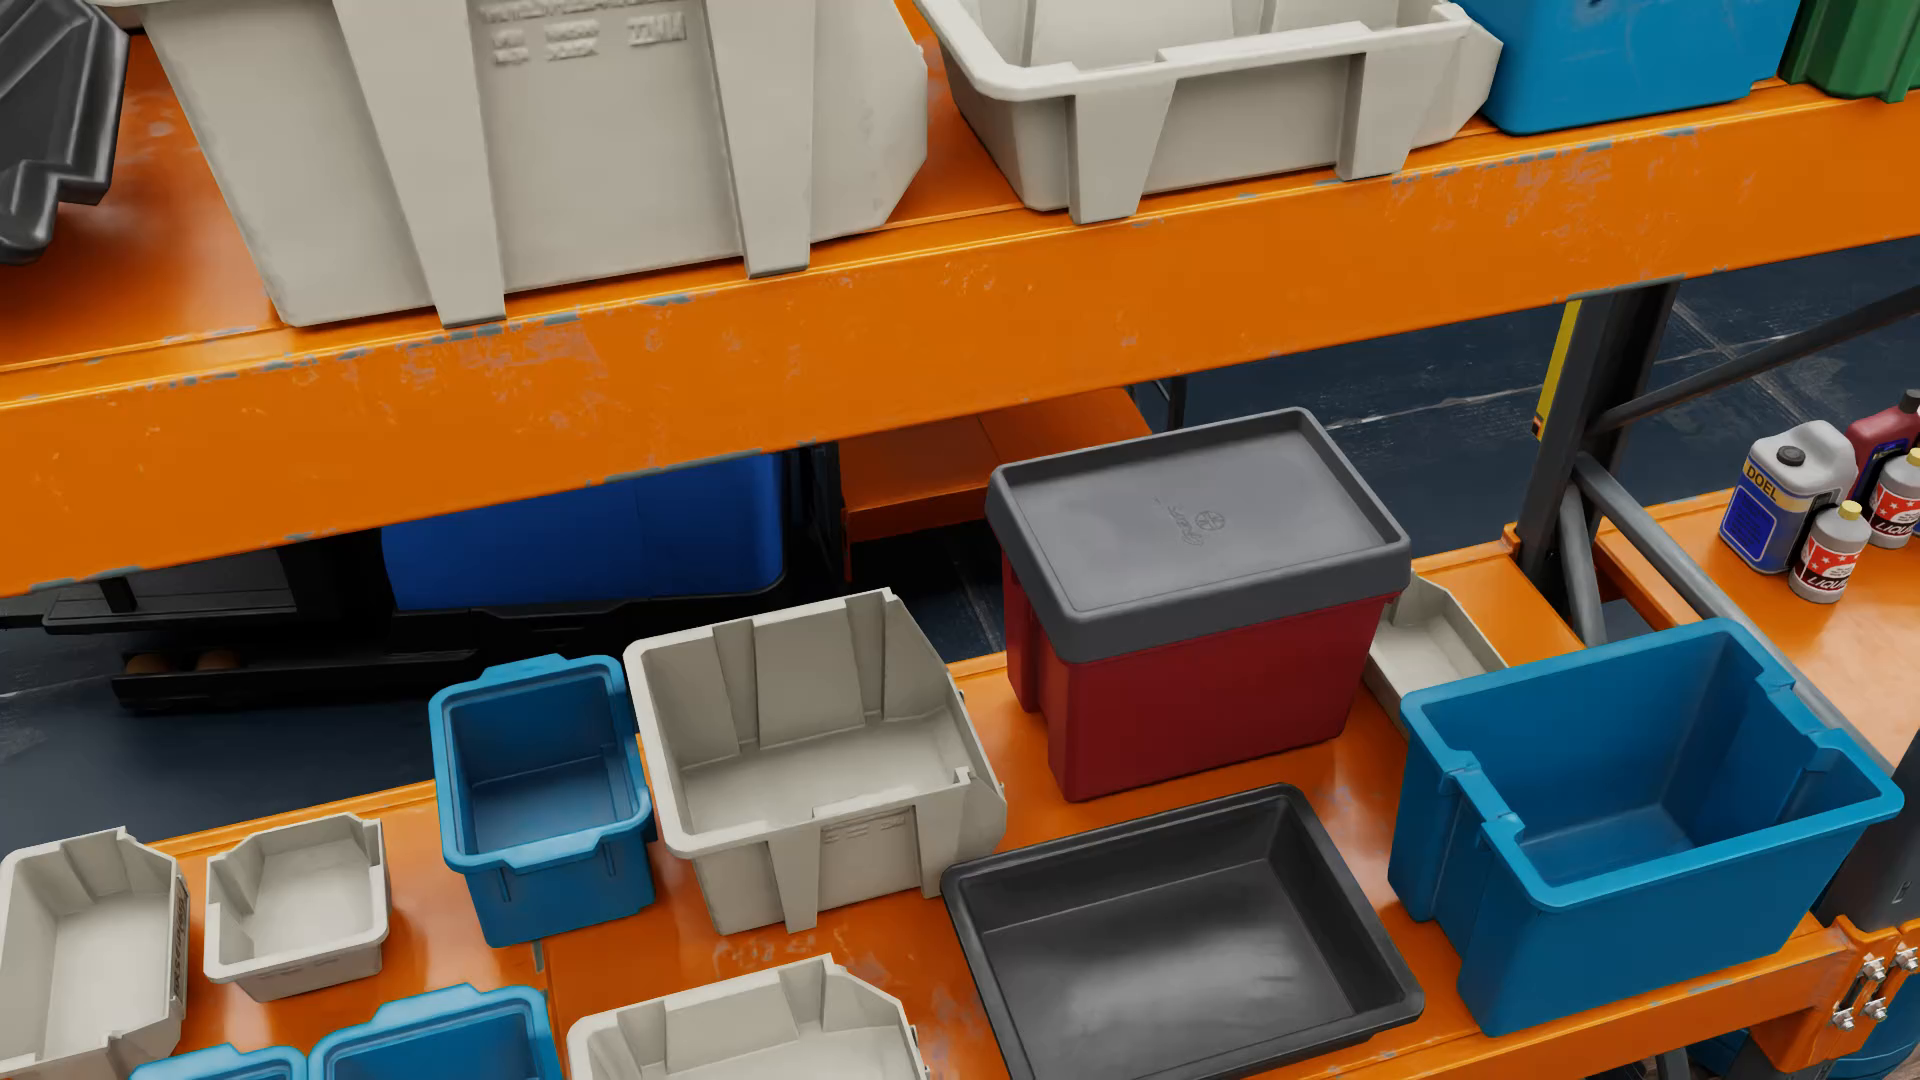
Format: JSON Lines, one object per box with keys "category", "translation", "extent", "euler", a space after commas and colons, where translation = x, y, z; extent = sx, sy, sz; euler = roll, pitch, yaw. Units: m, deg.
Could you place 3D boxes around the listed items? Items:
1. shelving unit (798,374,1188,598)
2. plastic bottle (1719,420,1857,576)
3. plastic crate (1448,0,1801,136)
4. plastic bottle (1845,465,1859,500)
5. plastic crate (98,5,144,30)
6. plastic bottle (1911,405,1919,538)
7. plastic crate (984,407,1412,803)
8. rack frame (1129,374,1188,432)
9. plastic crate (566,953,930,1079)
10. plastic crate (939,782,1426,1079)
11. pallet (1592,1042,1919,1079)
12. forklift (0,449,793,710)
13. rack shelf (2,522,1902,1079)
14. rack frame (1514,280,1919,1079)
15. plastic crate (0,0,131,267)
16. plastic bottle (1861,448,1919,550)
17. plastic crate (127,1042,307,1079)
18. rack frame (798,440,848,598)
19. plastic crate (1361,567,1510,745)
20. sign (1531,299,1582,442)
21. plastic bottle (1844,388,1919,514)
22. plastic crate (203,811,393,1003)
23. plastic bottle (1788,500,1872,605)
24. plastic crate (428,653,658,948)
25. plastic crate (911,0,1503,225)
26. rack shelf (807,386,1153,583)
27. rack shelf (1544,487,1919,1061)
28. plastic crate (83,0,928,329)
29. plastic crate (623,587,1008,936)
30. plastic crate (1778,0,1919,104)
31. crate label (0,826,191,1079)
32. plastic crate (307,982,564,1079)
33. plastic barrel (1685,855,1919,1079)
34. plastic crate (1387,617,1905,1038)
{"category": "shelving unit", "translation": [0.074, -0.419, 4.874], "extent": [1.048, 1.125, 0.538], "euler": [-11, 42, -12]}
{"category": "plastic bottle", "translation": [1.575, -0.088, 3.166], "extent": [0.135, 0.276, 0.152], "euler": [-12, 42, -13]}
{"category": "plastic crate", "translation": [0.523, -0.541, 1.436], "extent": [0.300, 0.233, 0.416], "euler": [-12, 42, -13]}
{"category": "plastic bottle", "translation": [1.677, -0.100, 3.236], "extent": [0.097, 0.201, 0.097], "euler": [0, 41, 0]}
{"category": "plastic crate", "translation": [-0.623, -0.658, 1.644], "extent": [0.530, 0.136, 0.437], "euler": [-12, 42, -13]}
{"category": "plastic bottle", "translation": [1.923, -0.161, 3.248], "extent": [0.135, 0.276, 0.152], "euler": [-12, 42, -13]}
{"category": "plastic crate", "translation": [0.369, 0.118, 2.741], "extent": [0.583, 0.464, 0.402], "euler": [-12, 42, -13]}
{"category": "rack frame", "translation": [0.562, -0.513, 4.982], "extent": [0.032, 1.125, 0.500], "euler": [-11, 42, -12]}
{"category": "plastic crate", "translation": [-0.275, 0.755, 2.261], "extent": [0.466, 0.136, 0.293], "euler": [-12, 42, -13]}
{"category": "plastic crate", "translation": [0.309, 0.616, 2.428], "extent": [0.590, 0.125, 0.437], "euler": [-12, 42, -13]}
{"category": "pallet", "translation": [2.044, 1.069, 3.866], "extent": [1.213, 0.211, 1.003], "euler": [-12, 42, -13]}
{"category": "forklift", "translation": [-2.031, -0.986, 4.151], "extent": [3.031, 2.935, 1.130], "euler": [-3, 41, -4]}
{"category": "rack shelf", "translation": [-0.612, 0.812, 2.588], "extent": [4.000, 0.370, 1.077], "euler": [-12, 42, -13]}
{"category": "rack frame", "translation": [1.296, 0.146, 2.803], "extent": [0.127, 3.000, 1.000], "euler": [-12, 42, -13]}
{"category": "plastic crate", "translation": [-0.980, -0.300, 1.080], "extent": [0.767, 0.338, 0.504], "euler": [-12, 42, -13]}
{"category": "plastic bottle", "translation": [1.823, -0.089, 3.223], "extent": [0.097, 0.201, 0.097], "euler": [0, 41, 0]}
{"category": "plastic crate", "translation": [-0.929, 0.874, 2.051], "extent": [0.300, 0.233, 0.416], "euler": [-12, 42, -13]}
{"category": "rack frame", "translation": [-0.414, -0.325, 4.767], "extent": [0.032, 1.125, 0.500], "euler": [-11, 42, -12]}
{"category": "plastic crate", "translation": [0.809, 0.225, 2.868], "extent": [0.243, 0.136, 0.396], "euler": [-12, 42, -13]}
{"category": "sign", "translation": [1.132, -0.304, 3.108], "extent": [0.005, 0.325, 0.100], "euler": [-12, 42, -13]}
{"category": "plastic bottle", "translation": [1.782, -0.166, 3.248], "extent": [0.133, 0.283, 0.061], "euler": [-12, 42, -13]}
{"category": "plastic crate", "translation": [-0.980, 0.549, 2.496], "extent": [0.250, 0.136, 0.298], "euler": [-12, 42, -13]}
{"category": "plastic bottle", "translation": [1.630, 0.014, 3.105], "extent": [0.097, 0.201, 0.097], "euler": [0, 41, 0]}
{"category": "plastic crate", "translation": [-0.638, 0.410, 2.583], "extent": [0.300, 0.233, 0.416], "euler": [-12, 42, -13]}
{"category": "plastic crate", "translation": [0.197, -0.395, 1.342], "extent": [0.466, 0.136, 0.293], "euler": [-12, 42, -13]}
{"category": "rack shelf", "translation": [0.074, -0.234, 5.035], "extent": [1.000, 0.278, 0.538], "euler": [-11, 42, -12]}
{"category": "rack shelf", "translation": [3.203, 0.021, 3.493], "extent": [4.000, 0.370, 1.077], "euler": [-12, 42, -13]}
{"category": "plastic crate", "translation": [-0.313, -0.393, 1.230], "extent": [0.530, 0.282, 0.437], "euler": [-12, 42, -13]}
{"category": "plastic crate", "translation": [-0.216, 0.354, 2.610], "extent": [0.530, 0.282, 0.437], "euler": [-12, 42, -13]}
{"category": "plastic crate", "translation": [0.983, -0.631, 1.573], "extent": [0.662, 0.188, 0.450], "euler": [-12, 42, -13]}
{"category": "crate label", "translation": [-1.257, 0.619, 2.416], "extent": [0.243, 0.136, 0.396], "euler": [-12, 42, -13]}
{"category": "plastic crate", "translation": [-0.643, 0.815, 2.119], "extent": [0.300, 0.233, 0.416], "euler": [-12, 42, -13]}
{"category": "plastic barrel", "translation": [1.820, 0.681, 3.467], "extent": [0.708, 0.901, 0.600], "euler": [-12, 42, -13]}
{"category": "plastic crate", "translation": [0.953, 0.435, 2.438], "extent": [0.575, 0.384, 0.392], "euler": [-12, 42, -13]}
